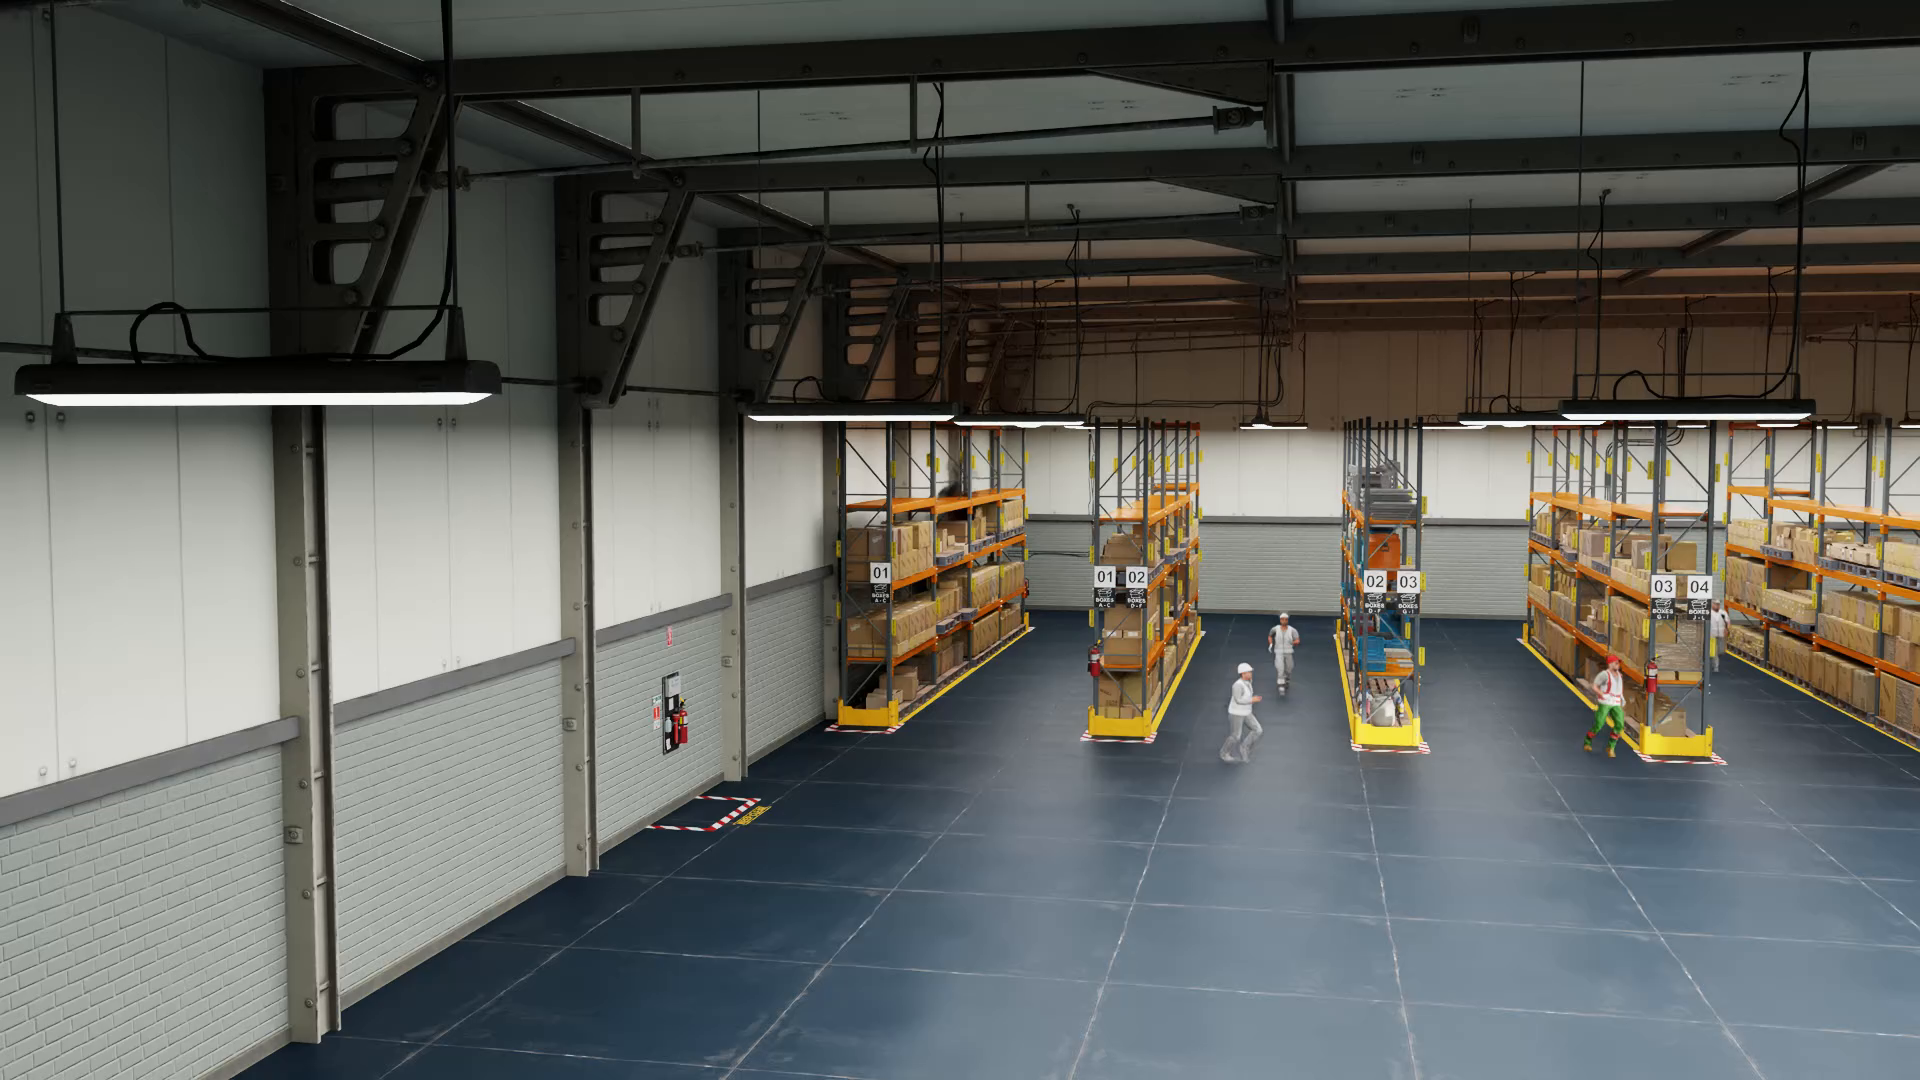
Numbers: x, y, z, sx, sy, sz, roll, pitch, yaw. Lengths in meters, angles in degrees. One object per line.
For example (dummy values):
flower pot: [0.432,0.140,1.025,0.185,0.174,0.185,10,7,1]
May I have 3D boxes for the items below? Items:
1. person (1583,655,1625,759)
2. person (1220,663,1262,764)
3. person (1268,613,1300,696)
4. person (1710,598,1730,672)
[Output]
person: [11.504,2.938,29.459,0.717,1.796,0.706,-1,4,-14]
person: [4.840,2.982,28.571,0.803,1.756,0.683,2,4,34]
person: [7.041,2.474,36.155,0.665,1.768,0.981,0,4,8]
person: [18.193,2.280,40.057,0.666,1.763,0.816,1,4,8]
